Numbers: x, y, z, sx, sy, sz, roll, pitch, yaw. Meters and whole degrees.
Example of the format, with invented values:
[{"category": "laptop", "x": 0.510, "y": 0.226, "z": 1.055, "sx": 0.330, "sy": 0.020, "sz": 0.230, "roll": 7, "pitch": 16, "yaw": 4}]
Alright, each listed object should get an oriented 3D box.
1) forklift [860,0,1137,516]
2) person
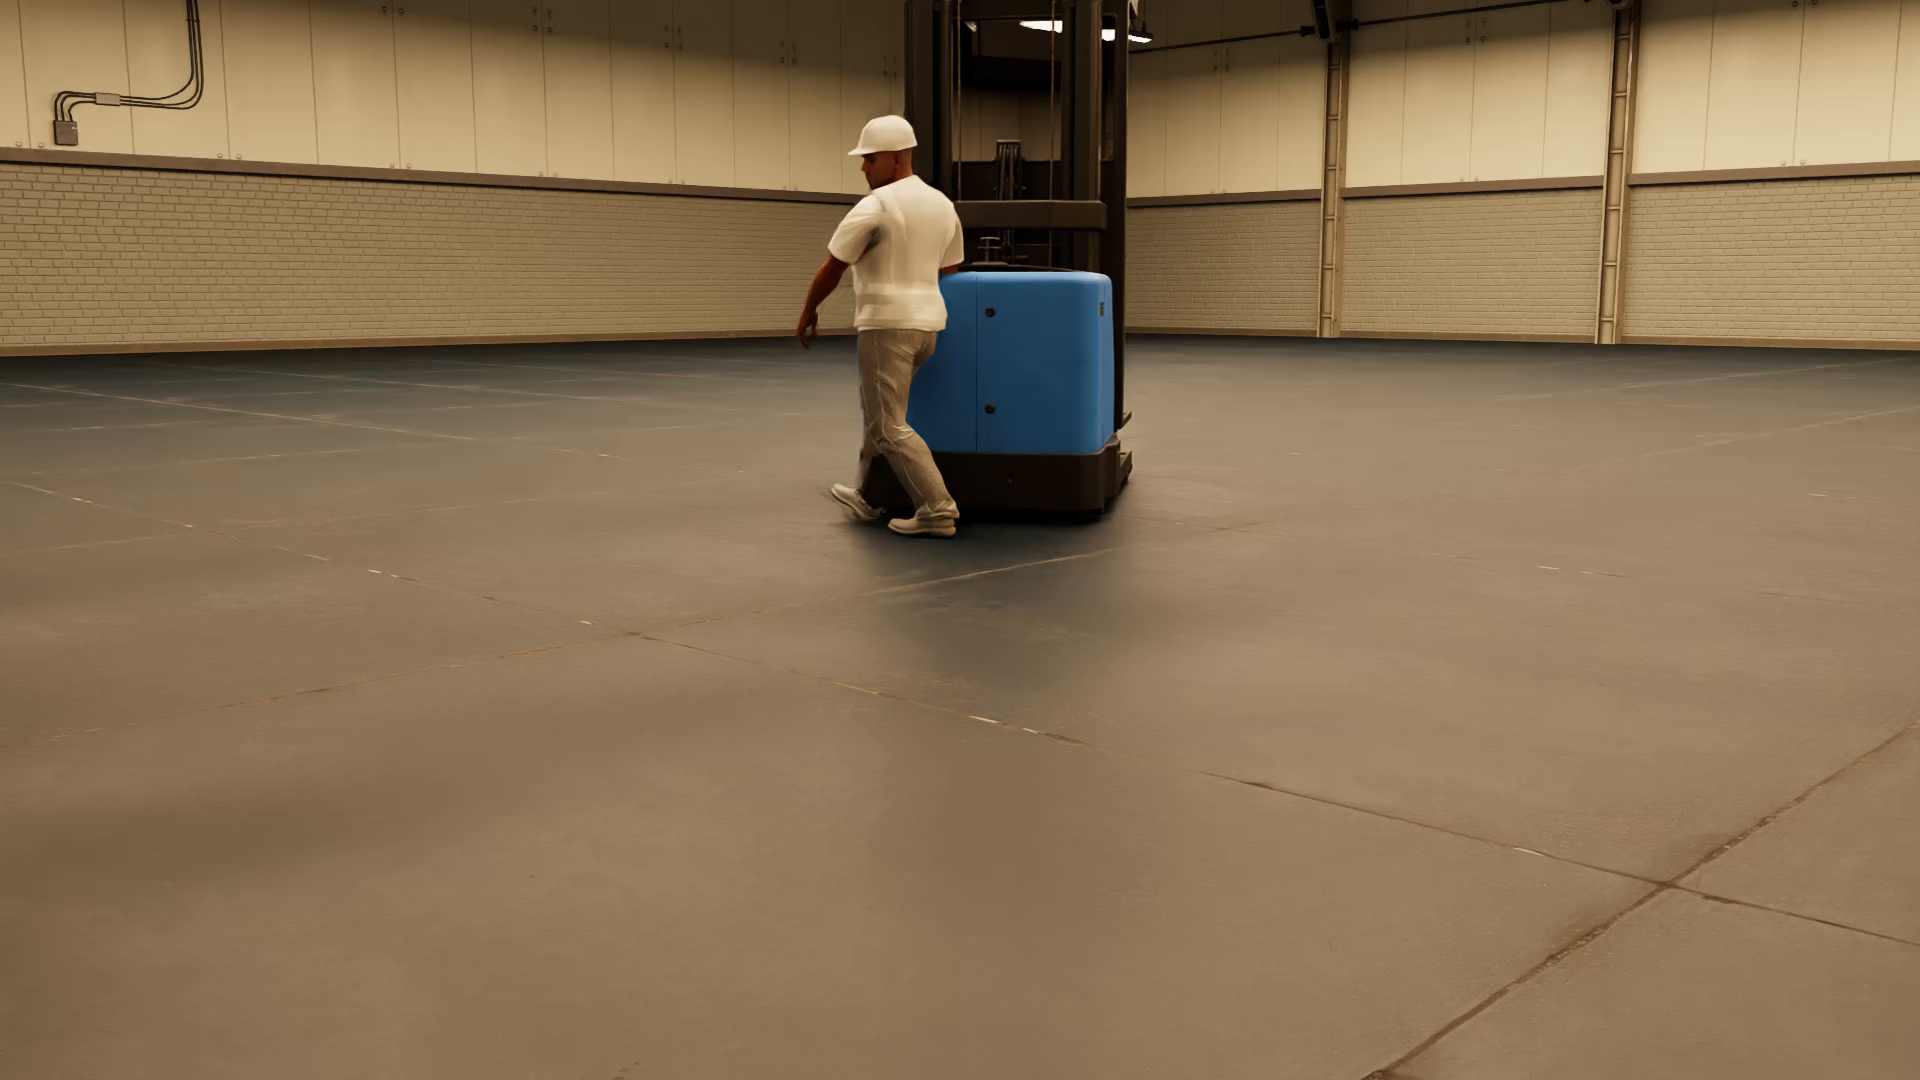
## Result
[{"category": "forklift", "x": 0.311, "y": -1.735, "z": 8.397, "sx": 1.130, "sy": 2.935, "sz": 3.031, "roll": 1, "pitch": 9, "yaw": 9}, {"category": "person", "x": -0.292, "y": -0.891, "z": 6.983, "sx": 0.864, "sy": 1.721, "sz": 0.728, "roll": 5, "pitch": 10, "yaw": 32}]
